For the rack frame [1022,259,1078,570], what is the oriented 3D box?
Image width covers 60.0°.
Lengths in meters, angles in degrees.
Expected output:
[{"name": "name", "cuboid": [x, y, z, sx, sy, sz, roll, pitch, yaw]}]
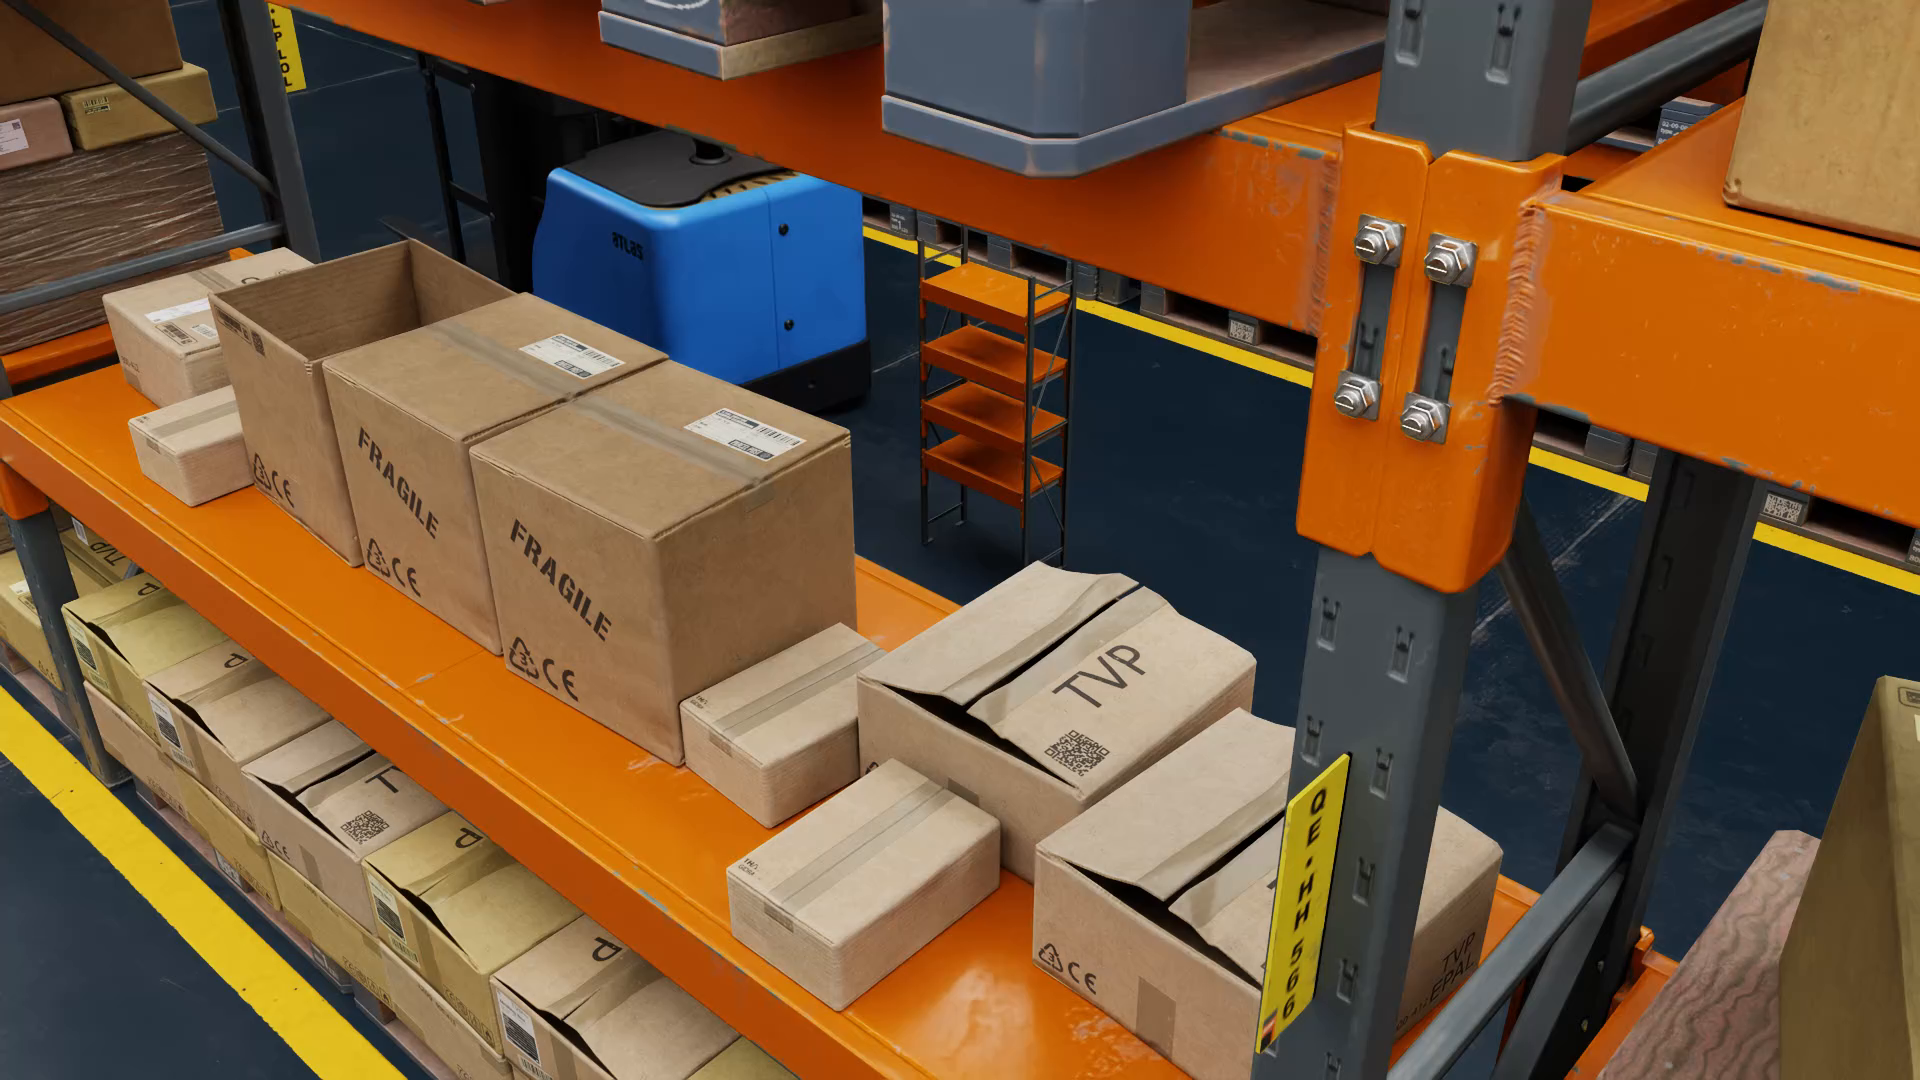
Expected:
[{"name": "rack frame", "cuboid": [0.304, -0.372, 5.705, 0.015, 1.200, 0.240, 25, 39, 35]}]

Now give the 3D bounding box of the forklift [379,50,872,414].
[{"name": "forklift", "cuboid": [-1.739, -2.258, 7.159, 1.130, 2.935, 3.031, -25, 39, -35]}]

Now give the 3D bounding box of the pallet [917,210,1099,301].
[{"name": "pallet", "cuboid": [0.537, -1.662, 8.806, 1.213, 0.211, 1.003, 25, 39, 35]}]

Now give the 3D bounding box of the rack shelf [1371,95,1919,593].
[{"name": "rack shelf", "cuboid": [2.186, 0.358, 0.537, 4.000, 0.370, 1.077, 25, 39, 35]}]

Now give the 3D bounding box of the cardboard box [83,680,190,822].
[{"name": "cardboard box", "cuboid": [-2.130, 0.490, 4.786, 0.500, 0.250, 0.500, 24, 38, 34]}]

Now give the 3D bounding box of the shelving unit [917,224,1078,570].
[{"name": "shelving unit", "cuboid": [0.123, -0.457, 5.845, 0.503, 1.200, 0.258, 25, 39, 35]}]

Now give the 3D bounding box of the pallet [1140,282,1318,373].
[{"name": "pallet", "cuboid": [1.636, -1.174, 7.996, 1.213, 0.211, 1.003, 25, 39, 35]}]

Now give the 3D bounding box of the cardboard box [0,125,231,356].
[{"name": "cardboard box", "cuboid": [-2.596, -0.936, 4.800, 0.500, 0.500, 0.700, 24, 38, 34]}]

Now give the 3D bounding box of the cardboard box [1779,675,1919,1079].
[{"name": "cardboard box", "cuboid": [1.245, 0.594, 1.850, 0.500, 0.500, 0.700, 12, 33, 19]}]

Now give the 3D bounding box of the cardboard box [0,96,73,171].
[{"name": "cardboard box", "cuboid": [-2.608, -1.075, 4.401, 0.250, 0.149, 0.380, 25, 39, 35]}]

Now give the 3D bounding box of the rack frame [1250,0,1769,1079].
[{"name": "rack frame", "cuboid": [0.705, 0.641, 2.277, 0.053, 2.616, 0.949, 25, 39, 35]}]

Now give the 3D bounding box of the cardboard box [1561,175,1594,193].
[{"name": "cardboard box", "cuboid": [2.690, -1.319, 6.802, 0.500, 0.250, 0.500, 25, 39, 35]}]

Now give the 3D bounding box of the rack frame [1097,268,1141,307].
[{"name": "rack frame", "cuboid": [1.058, -2.638, 7.723, 0.127, 3.000, 1.000, 25, 39, 35]}]

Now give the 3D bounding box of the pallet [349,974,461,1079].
[{"name": "pallet", "cuboid": [-0.782, 1.115, 4.193, 1.213, 0.211, 1.003, 25, 39, 35]}]

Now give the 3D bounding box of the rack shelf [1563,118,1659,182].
[{"name": "rack shelf", "cuboid": [2.541, -1.637, 6.759, 4.000, 0.370, 1.077, 25, 39, 35]}]

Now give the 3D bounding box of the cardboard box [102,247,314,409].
[{"name": "cardboard box", "cuboid": [-1.869, -0.524, 4.358, 0.500, 0.250, 0.500, -27, 40, -37]}]

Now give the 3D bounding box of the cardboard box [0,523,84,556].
[{"name": "cardboard box", "cuboid": [-3.118, 0.002, 5.597, 0.500, 0.250, 0.500, 25, 39, 35]}]

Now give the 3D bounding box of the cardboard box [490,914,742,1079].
[{"name": "cardboard box", "cuboid": [-0.613, 0.960, 3.462, 0.500, 0.311, 0.500, 25, 39, 35]}]

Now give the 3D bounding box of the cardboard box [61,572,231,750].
[{"name": "cardboard box", "cuboid": [-2.124, 0.254, 4.635, 0.500, 0.311, 0.500, 25, 39, 35]}]

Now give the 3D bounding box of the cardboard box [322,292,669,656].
[{"name": "cardboard box", "cuboid": [-0.943, -0.157, 3.506, 0.500, 0.500, 0.500, 25, 39, 35]}]

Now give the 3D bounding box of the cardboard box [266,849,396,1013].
[{"name": "cardboard box", "cuboid": [-1.366, 0.846, 4.195, 0.500, 0.250, 0.500, 24, 38, 34]}]

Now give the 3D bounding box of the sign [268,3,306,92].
[{"name": "sign", "cuboid": [-1.906, -1.415, 4.646, 0.005, 0.325, 0.100, 25, 39, 35]}]

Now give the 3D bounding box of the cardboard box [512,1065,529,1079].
[{"name": "cardboard box", "cuboid": [-0.607, 1.199, 3.608, 0.500, 0.250, 0.500, 26, 40, 36]}]

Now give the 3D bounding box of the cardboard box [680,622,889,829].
[{"name": "cardboard box", "cuboid": [-0.281, 0.330, 3.037, 0.380, 0.149, 0.250, -26, 40, -36]}]

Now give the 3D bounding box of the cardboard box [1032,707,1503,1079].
[{"name": "cardboard box", "cuboid": [0.462, 0.538, 2.535, 0.500, 0.311, 0.500, -27, 40, -37]}]

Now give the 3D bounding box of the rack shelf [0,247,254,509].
[{"name": "rack shelf", "cuboid": [-3.746, -1.126, 5.910, 4.000, 0.370, 1.077, 25, 39, 35]}]

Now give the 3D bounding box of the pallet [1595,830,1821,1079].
[{"name": "pallet", "cuboid": [1.252, 0.932, 1.979, 1.003, 0.211, 1.213, 25, 39, 35]}]

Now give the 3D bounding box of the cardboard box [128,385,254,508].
[{"name": "cardboard box", "cuboid": [-1.743, -0.250, 4.000, 0.250, 0.149, 0.380, 25, 39, 35]}]

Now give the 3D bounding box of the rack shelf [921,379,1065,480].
[{"name": "rack shelf", "cuboid": [0.123, -0.399, 5.880, 0.480, 0.148, 0.258, 25, 39, 35]}]

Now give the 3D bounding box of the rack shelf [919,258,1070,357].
[{"name": "rack shelf", "cuboid": [0.123, -0.793, 5.643, 0.480, 0.148, 0.258, 25, 39, 35]}]

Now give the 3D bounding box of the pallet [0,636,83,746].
[{"name": "pallet", "cuboid": [-2.825, 0.161, 5.777, 1.213, 0.211, 1.003, 25, 39, 35]}]

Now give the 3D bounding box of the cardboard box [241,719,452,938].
[{"name": "cardboard box", "cuboid": [-1.372, 0.608, 4.047, 0.500, 0.311, 0.500, 24, 38, 34]}]
